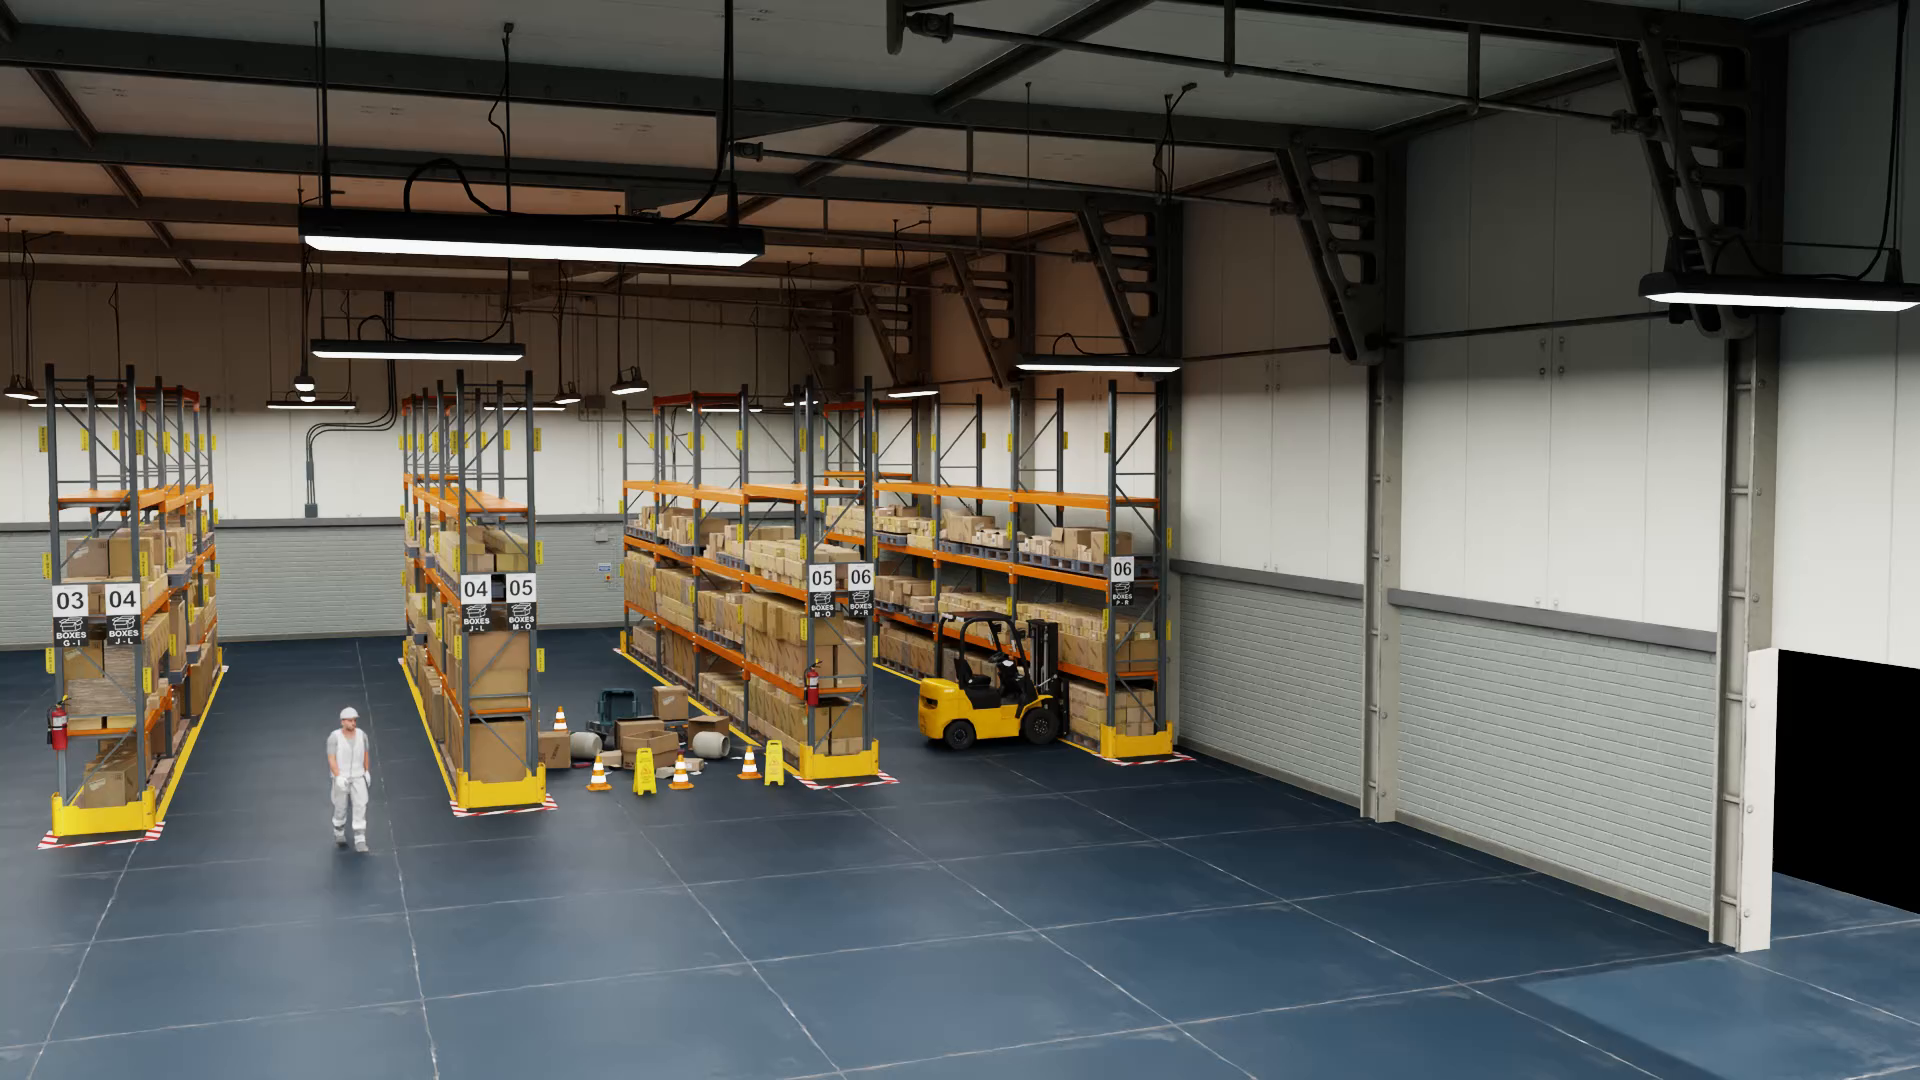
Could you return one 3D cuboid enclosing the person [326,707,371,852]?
[{"bbox_3d":[-7.475,2.921,20.447,0.560,1.728,0.995,-2,4,-36],"label":"person"}]
